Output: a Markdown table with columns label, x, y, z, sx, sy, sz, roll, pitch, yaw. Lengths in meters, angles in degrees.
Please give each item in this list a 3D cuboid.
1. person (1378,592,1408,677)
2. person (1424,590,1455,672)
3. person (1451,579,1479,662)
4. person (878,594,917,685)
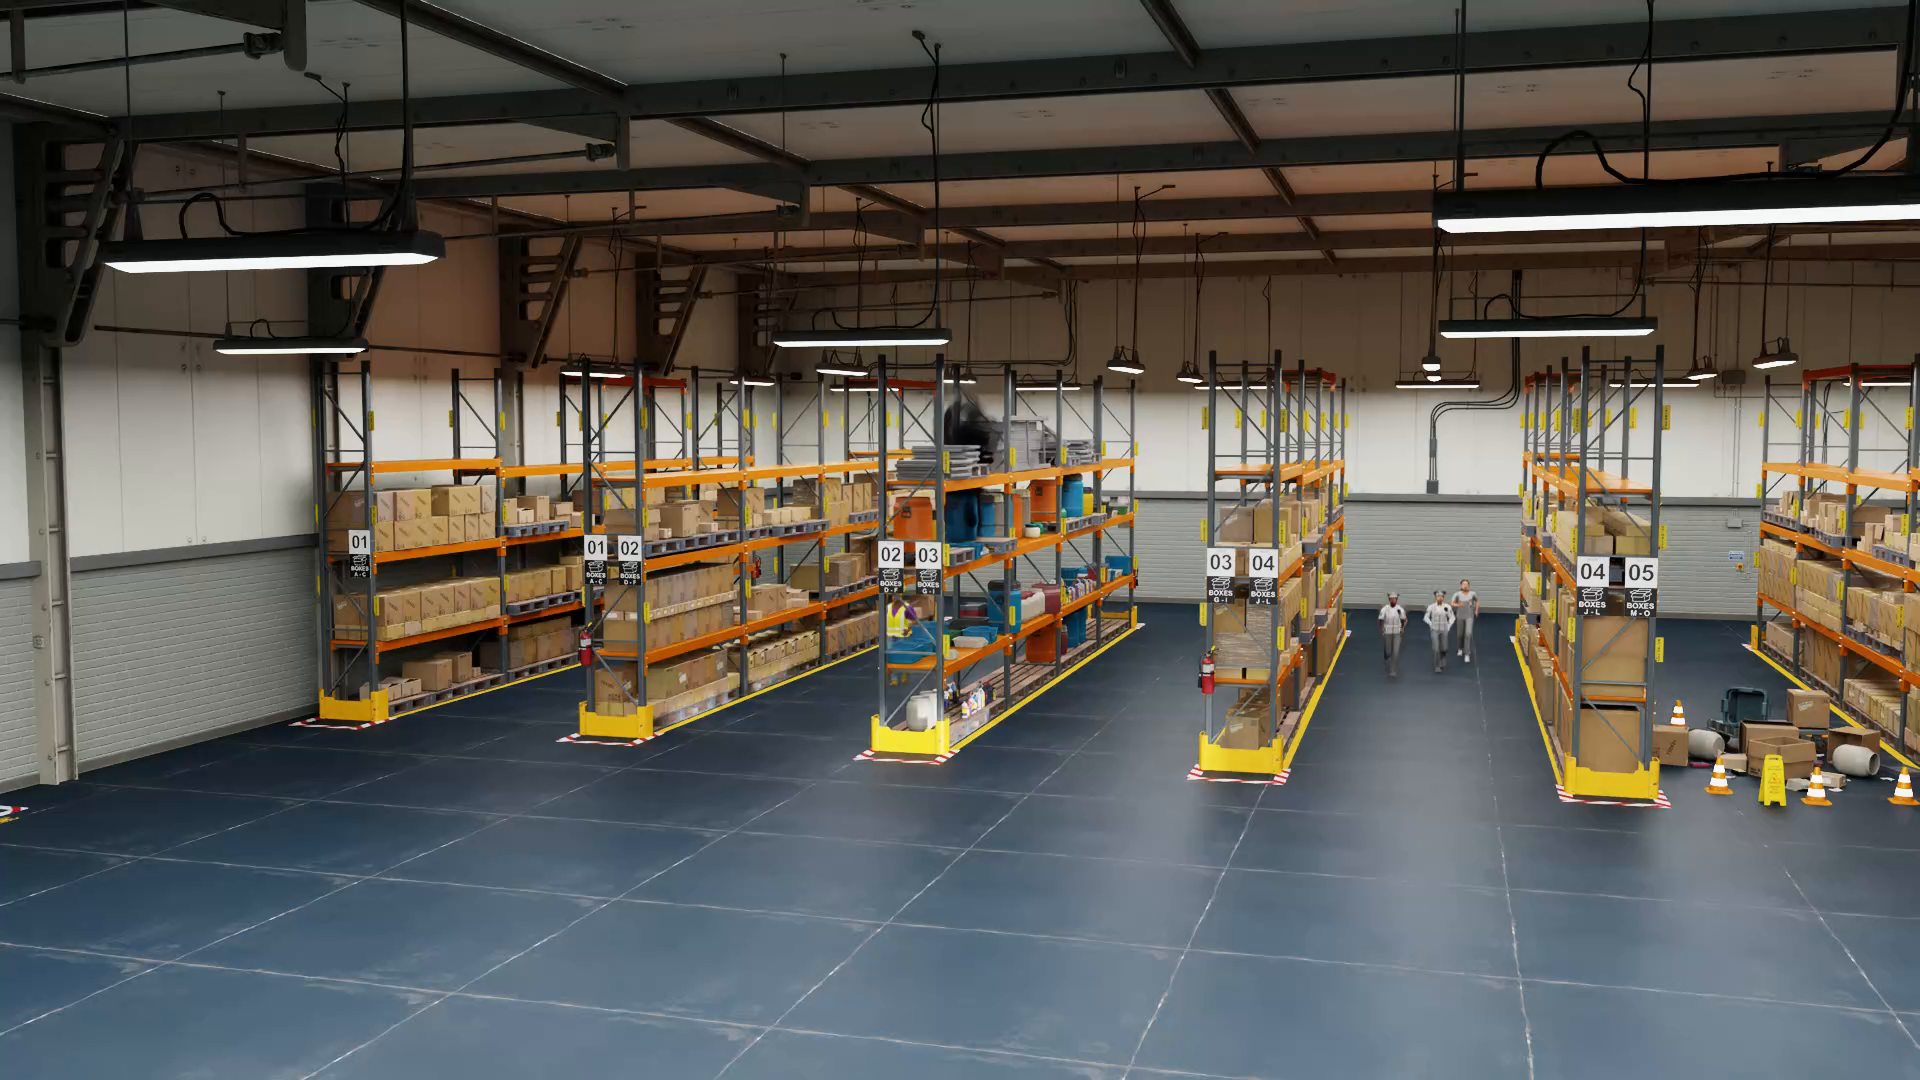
| label | x | y | z | sx | sy | sz | roll | pitch | yaw |
| --- | --- | --- | --- | --- | --- | --- | --- | --- | --- |
| person | 8.536 | 1.836 | 32.797 | 0.588 | 1.660 | 0.647 | 1 | 4 | 10 |
| person | 9.564 | 1.807 | 33.173 | 0.611 | 1.649 | 0.569 | 1 | 4 | 13 |
| person | 10.572 | 1.657 | 34.848 | 0.583 | 1.696 | 0.894 | 1 | 4 | 14 |
| person | -1.131 | 1.728 | 29.709 | 0.698 | 1.730 | 0.554 | 1 | 4 | 16 |
